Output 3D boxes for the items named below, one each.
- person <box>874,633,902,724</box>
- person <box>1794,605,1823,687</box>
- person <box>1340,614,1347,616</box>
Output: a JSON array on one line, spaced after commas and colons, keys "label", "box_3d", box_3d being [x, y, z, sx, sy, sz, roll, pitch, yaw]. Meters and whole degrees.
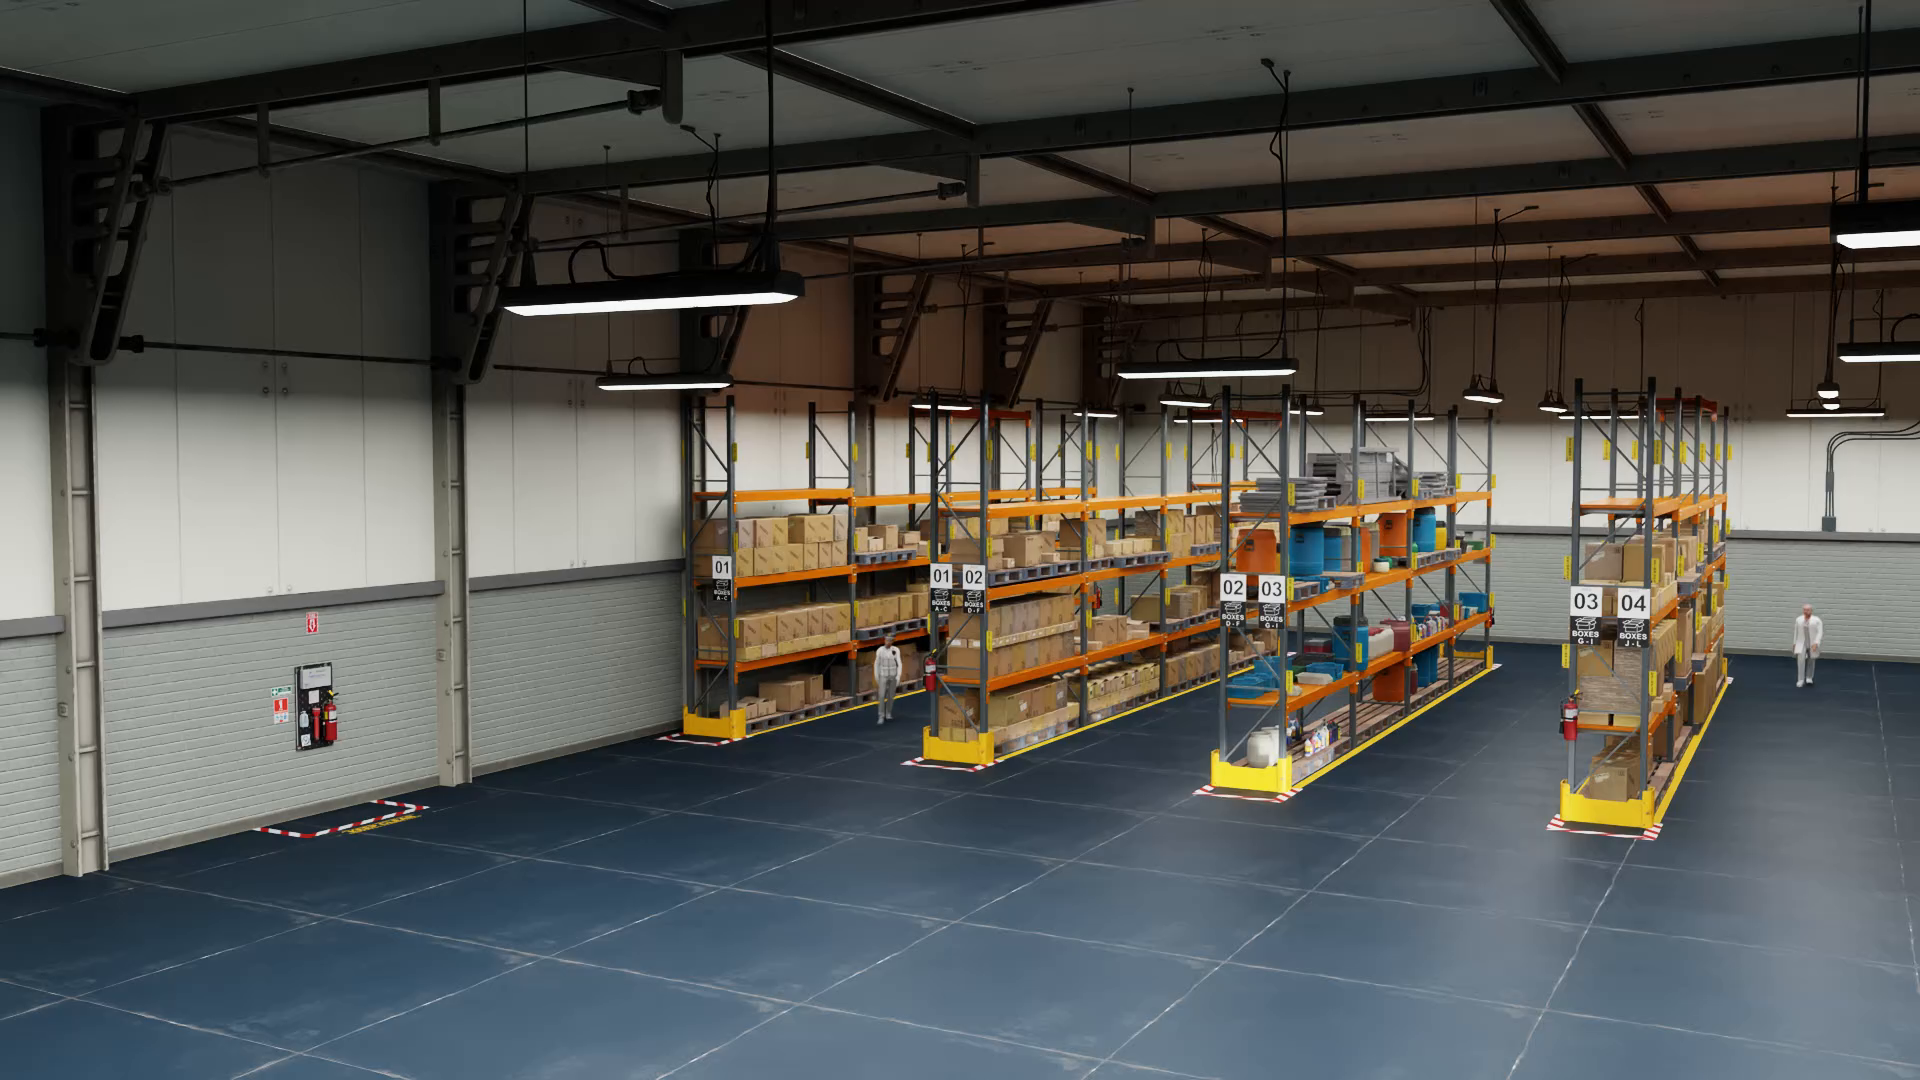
[{"label": "person", "box_3d": [-1.331, 2.539, 30.815, 0.520, 1.643, 0.833, -1, 3, -13]}, {"label": "person", "box_3d": [18.111, 2.243, 35.499, 0.546, 1.717, 1.111, 1, 3, 23]}, {"label": "person", "box_3d": [8.410, 2.342, 35.945, 0.595, 1.500, 0.787, 2, 4, 40]}]
